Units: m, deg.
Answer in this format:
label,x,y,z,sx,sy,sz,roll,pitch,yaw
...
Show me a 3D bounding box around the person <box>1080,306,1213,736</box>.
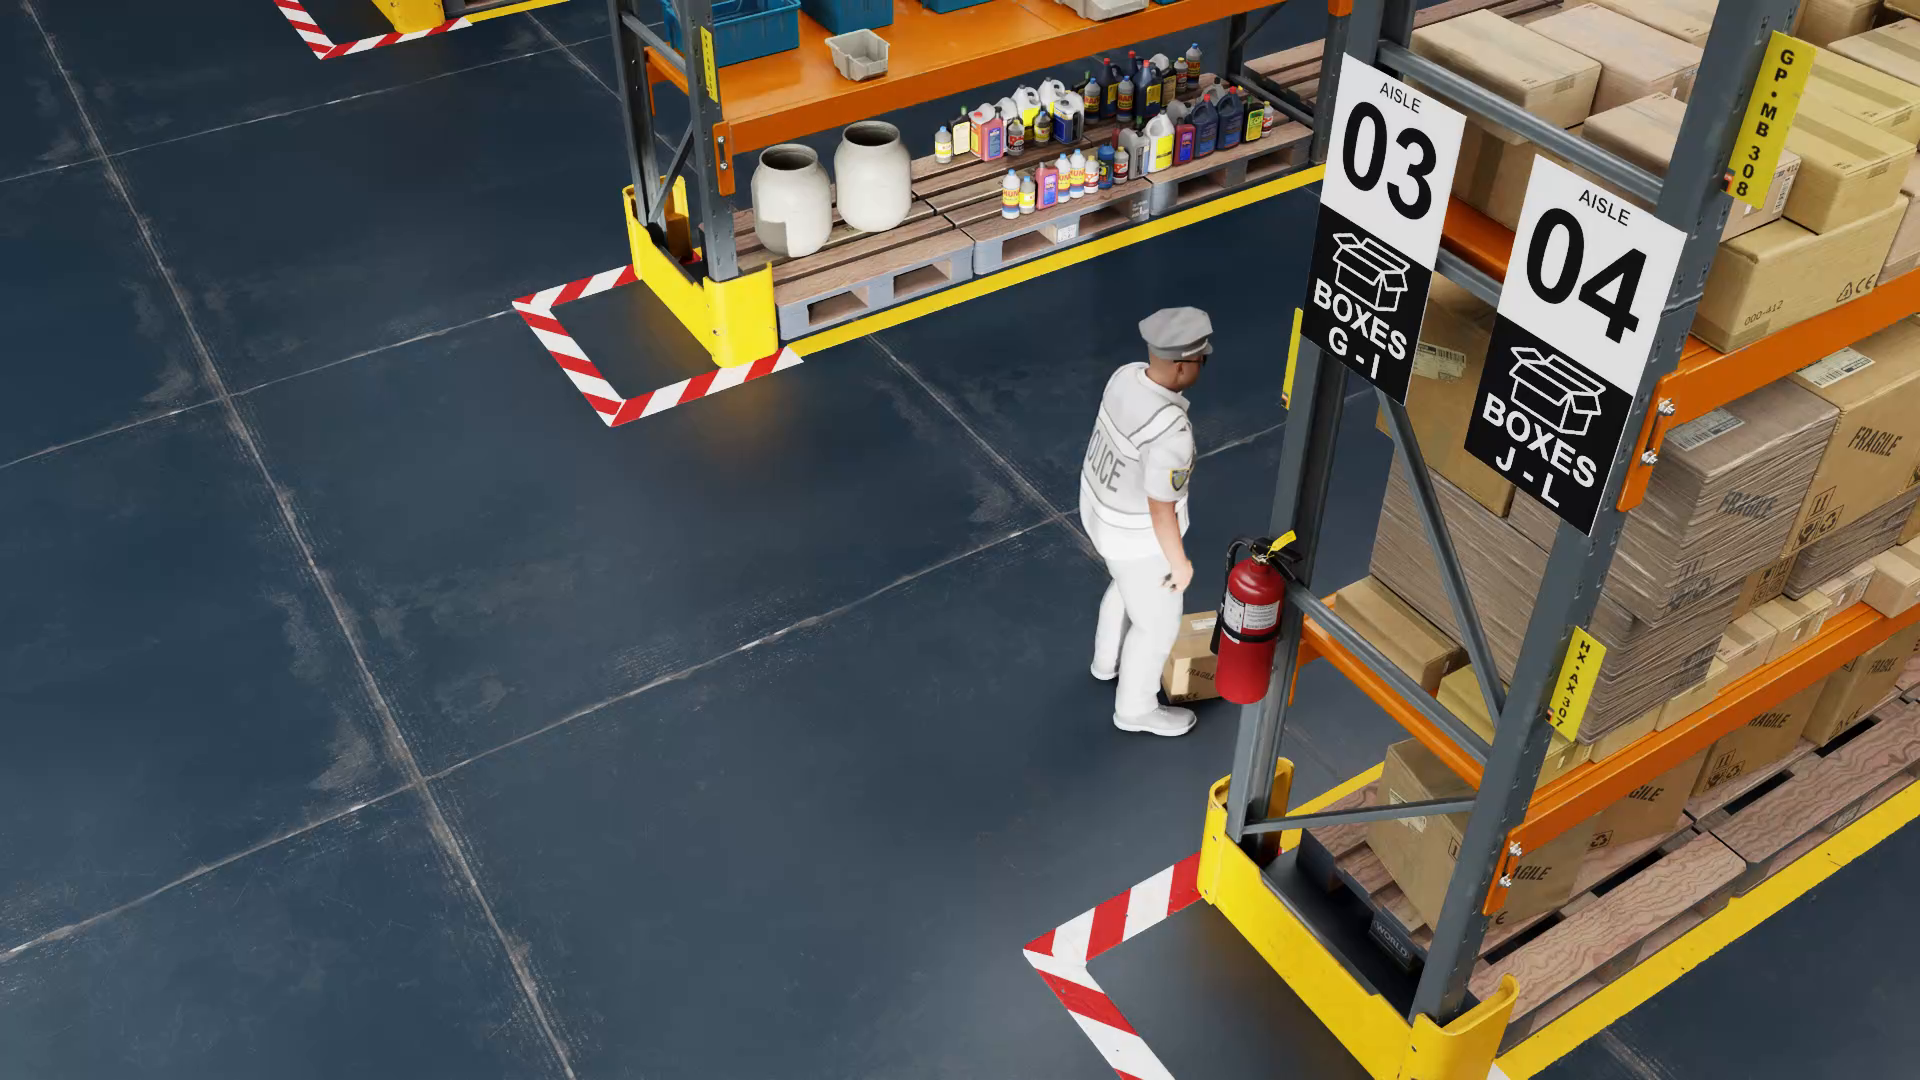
label,x,y,z,sx,sy,sz,roll,pitch,yaw
person,0.678,-0.060,6.219,0.428,1.751,0.605,-10,41,-11
